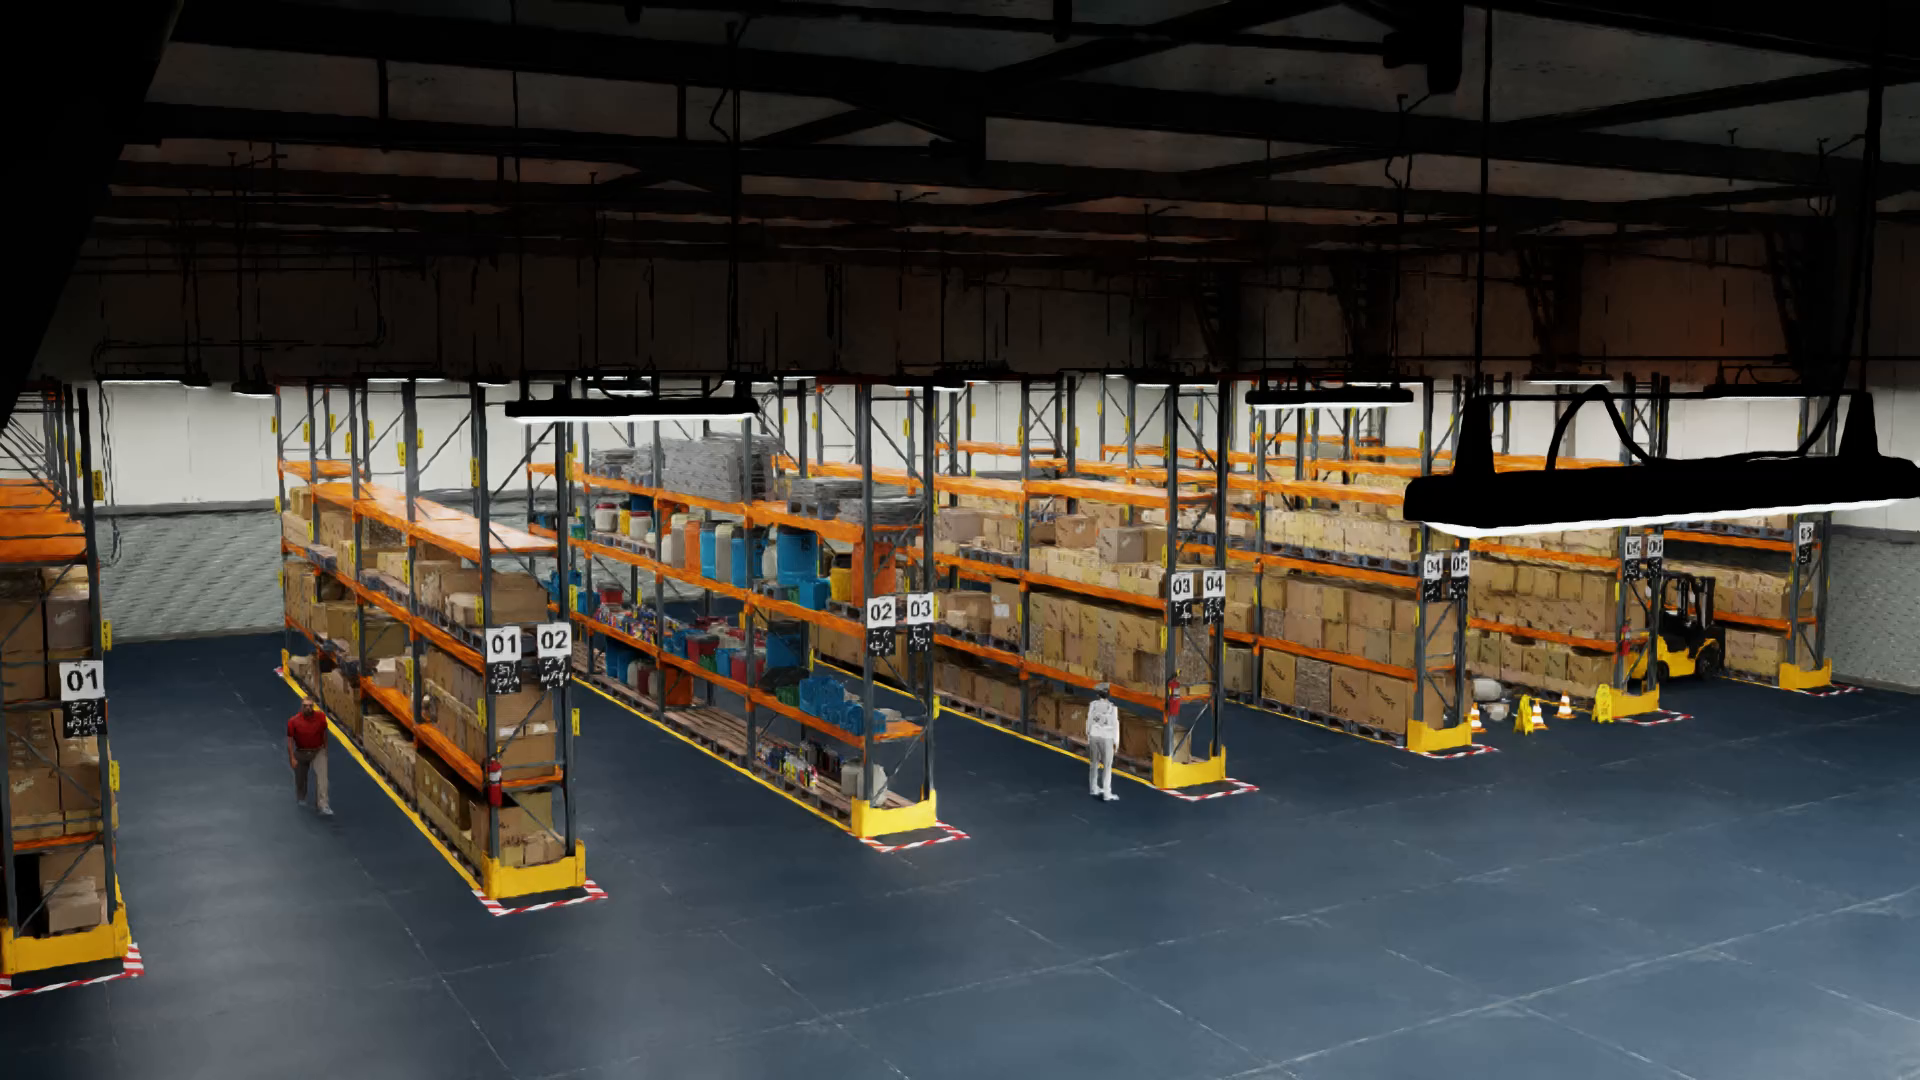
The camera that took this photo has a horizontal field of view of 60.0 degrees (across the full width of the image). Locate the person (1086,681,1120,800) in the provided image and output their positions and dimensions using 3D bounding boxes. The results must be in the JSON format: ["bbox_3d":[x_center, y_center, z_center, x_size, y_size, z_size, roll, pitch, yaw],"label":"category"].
[{"bbox_3d":[2.066,2.873,23.920,0.537,1.677,0.416,4,7,29],"label":"person"}]

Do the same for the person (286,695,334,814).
[{"bbox_3d":[-9.069,2.967,23.146,0.542,1.645,1.126,-3,7,-28],"label":"person"}]

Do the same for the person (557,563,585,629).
[{"bbox_3d":[-9.133,1.300,38.742,0.482,1.565,1.090,-4,7,-32],"label":"person"}]
